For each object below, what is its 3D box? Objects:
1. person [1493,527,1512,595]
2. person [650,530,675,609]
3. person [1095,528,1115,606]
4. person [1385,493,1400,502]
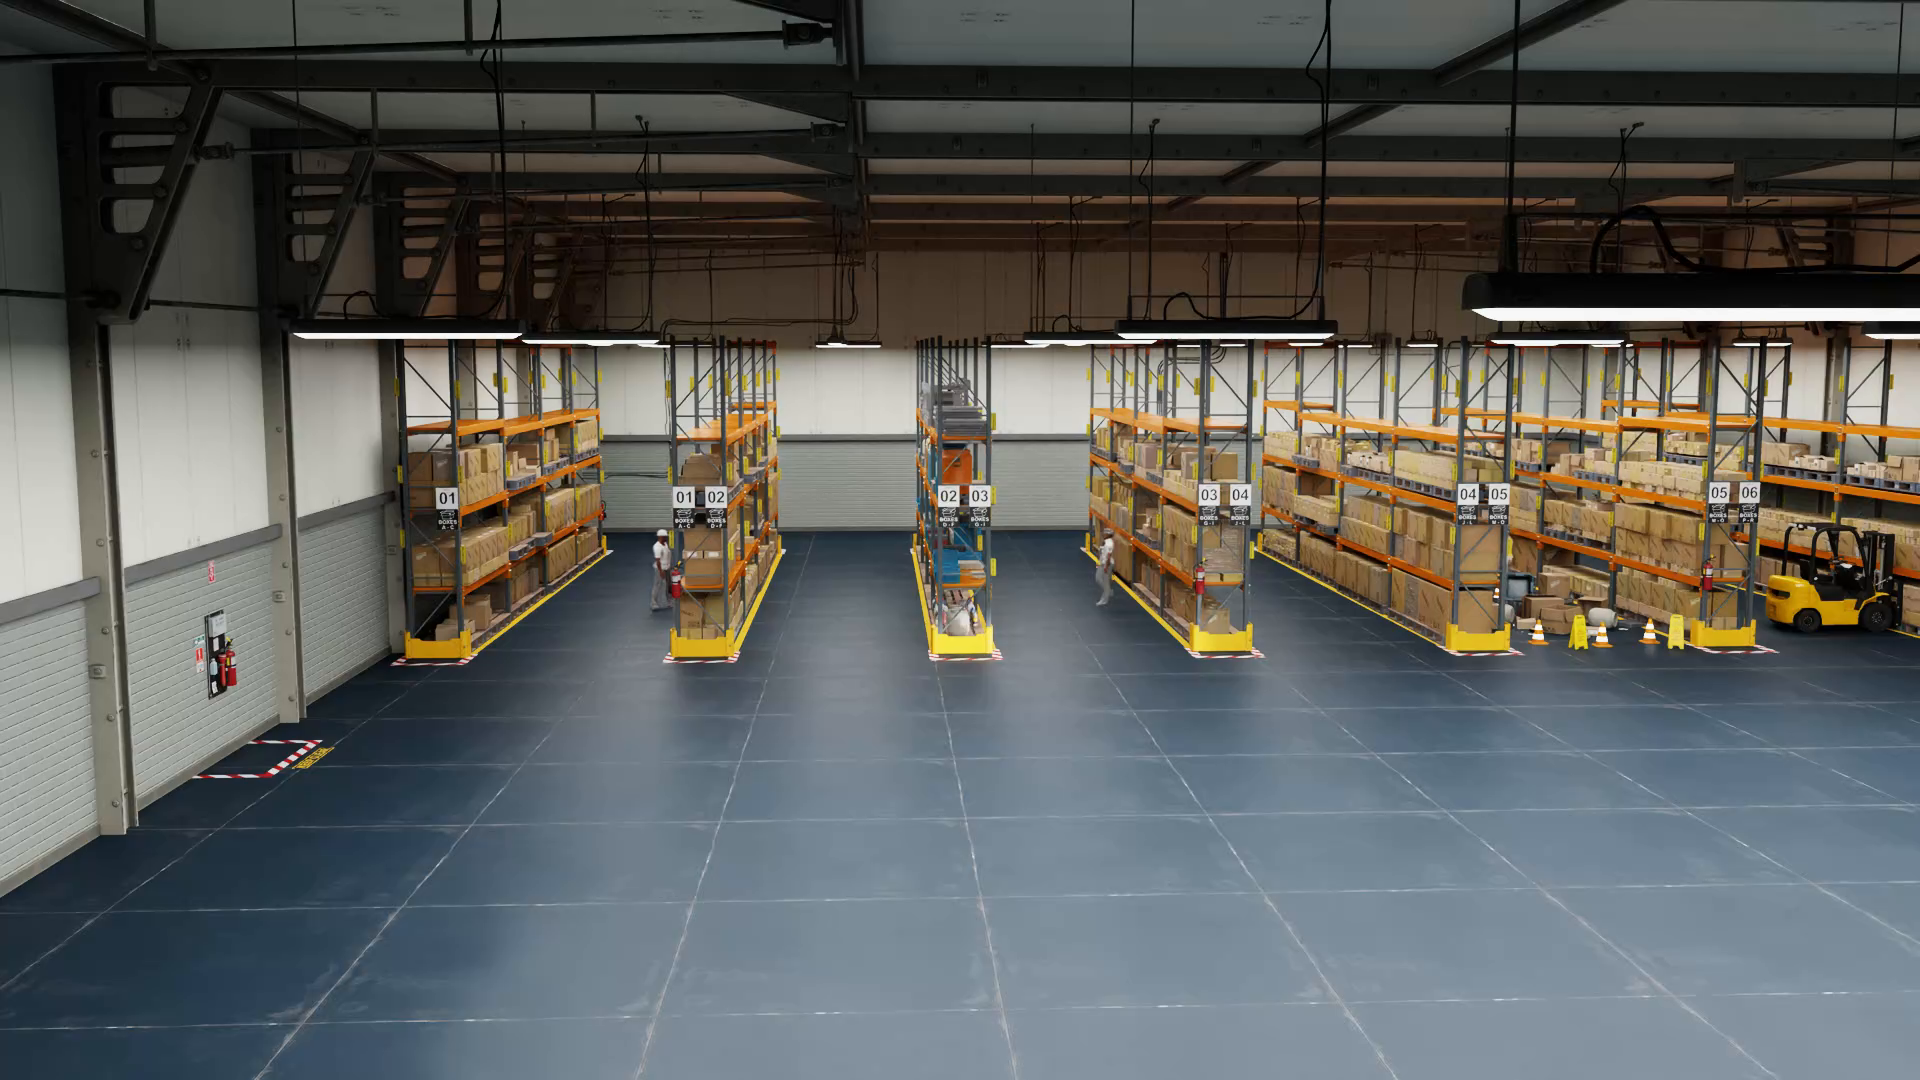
[{"bbox_3d":[12.621,0.504,38.700,0.516,1.669,0.484,6,9,44],"label":"person"},{"bbox_3d":[-6.606,0.660,37.021,0.494,1.809,0.670,3,7,22],"label":"person"},{"bbox_3d":[3.209,0.586,36.877,0.506,1.695,0.466,-2,7,-18],"label":"person"},{"bbox_3d":[13.297,-0.922,51.427,0.690,1.690,0.480,-3,7,-28],"label":"person"}]
